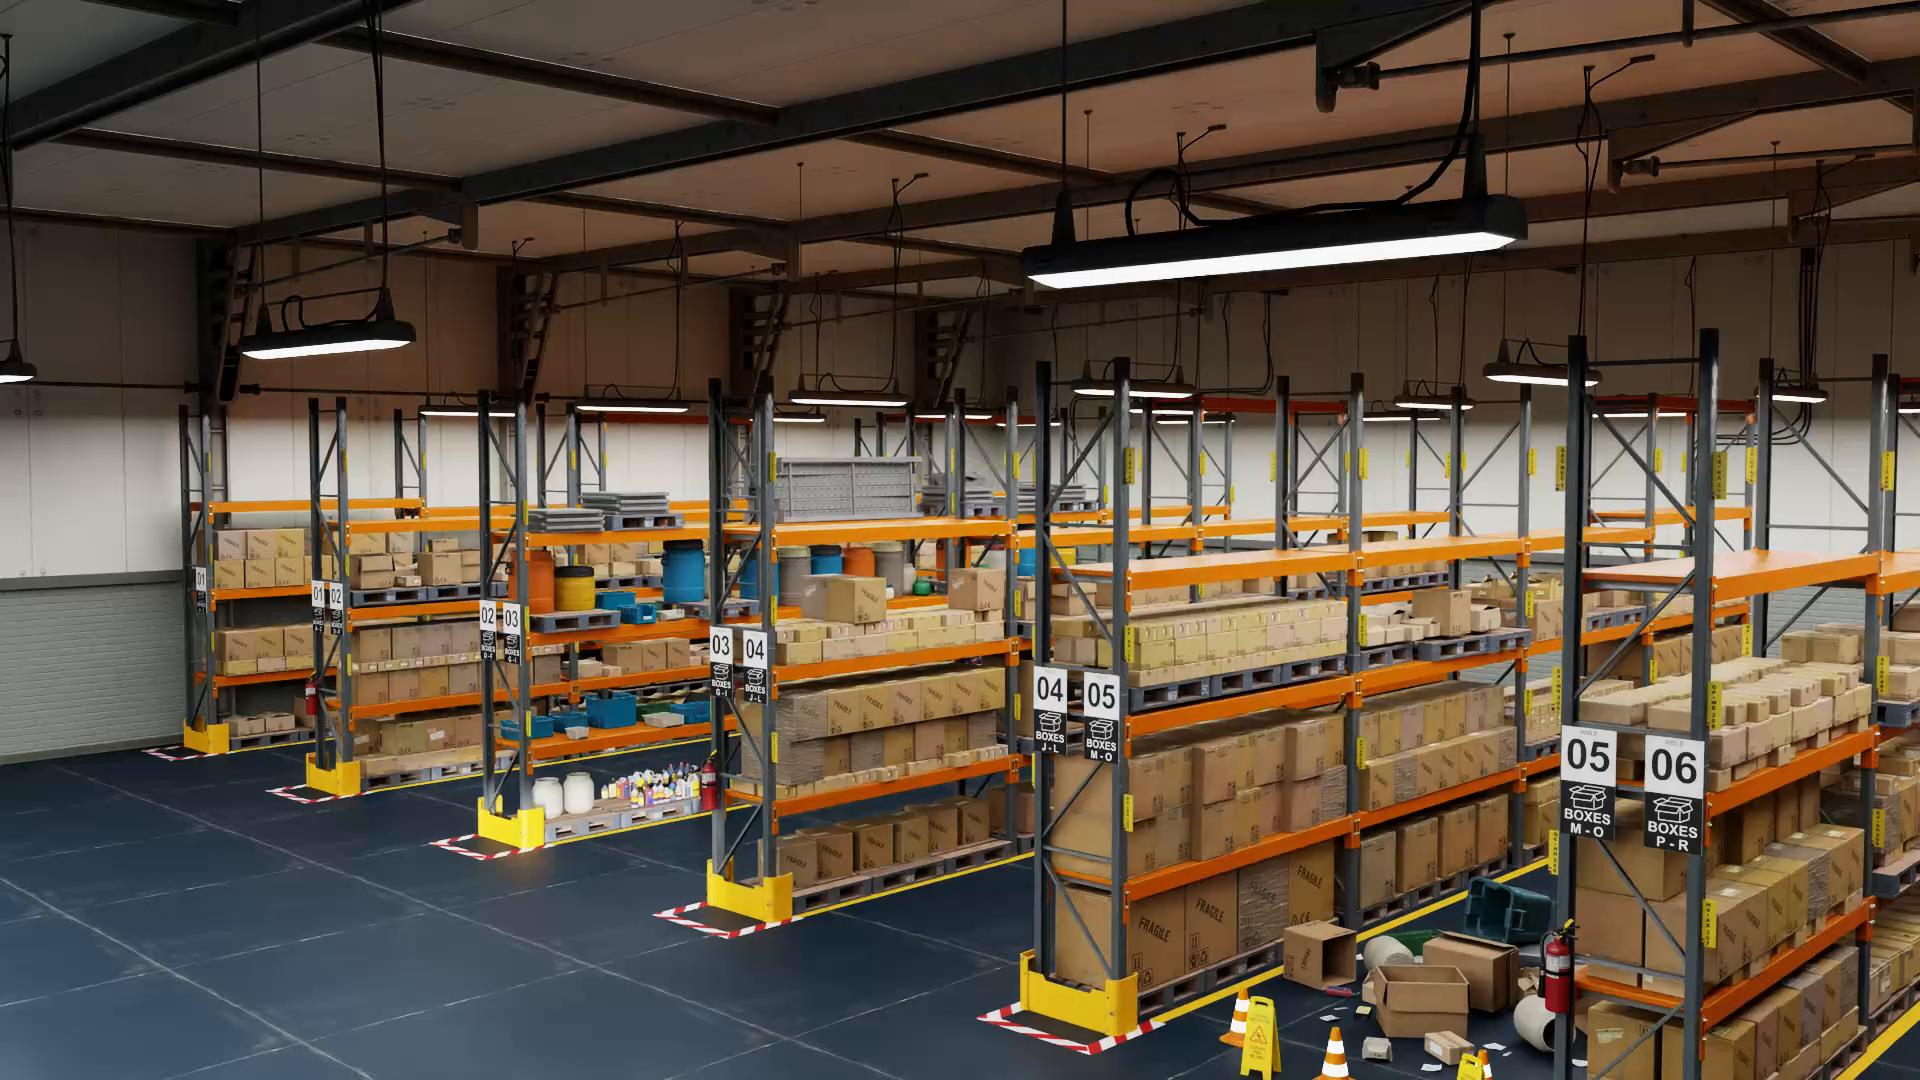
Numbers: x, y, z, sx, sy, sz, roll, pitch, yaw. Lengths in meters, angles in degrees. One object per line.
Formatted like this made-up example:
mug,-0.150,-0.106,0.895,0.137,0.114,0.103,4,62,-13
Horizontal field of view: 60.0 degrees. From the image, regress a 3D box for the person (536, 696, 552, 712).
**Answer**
person,-7.634,2.722,30.135,0.496,1.685,0.495,-1,3,-12
